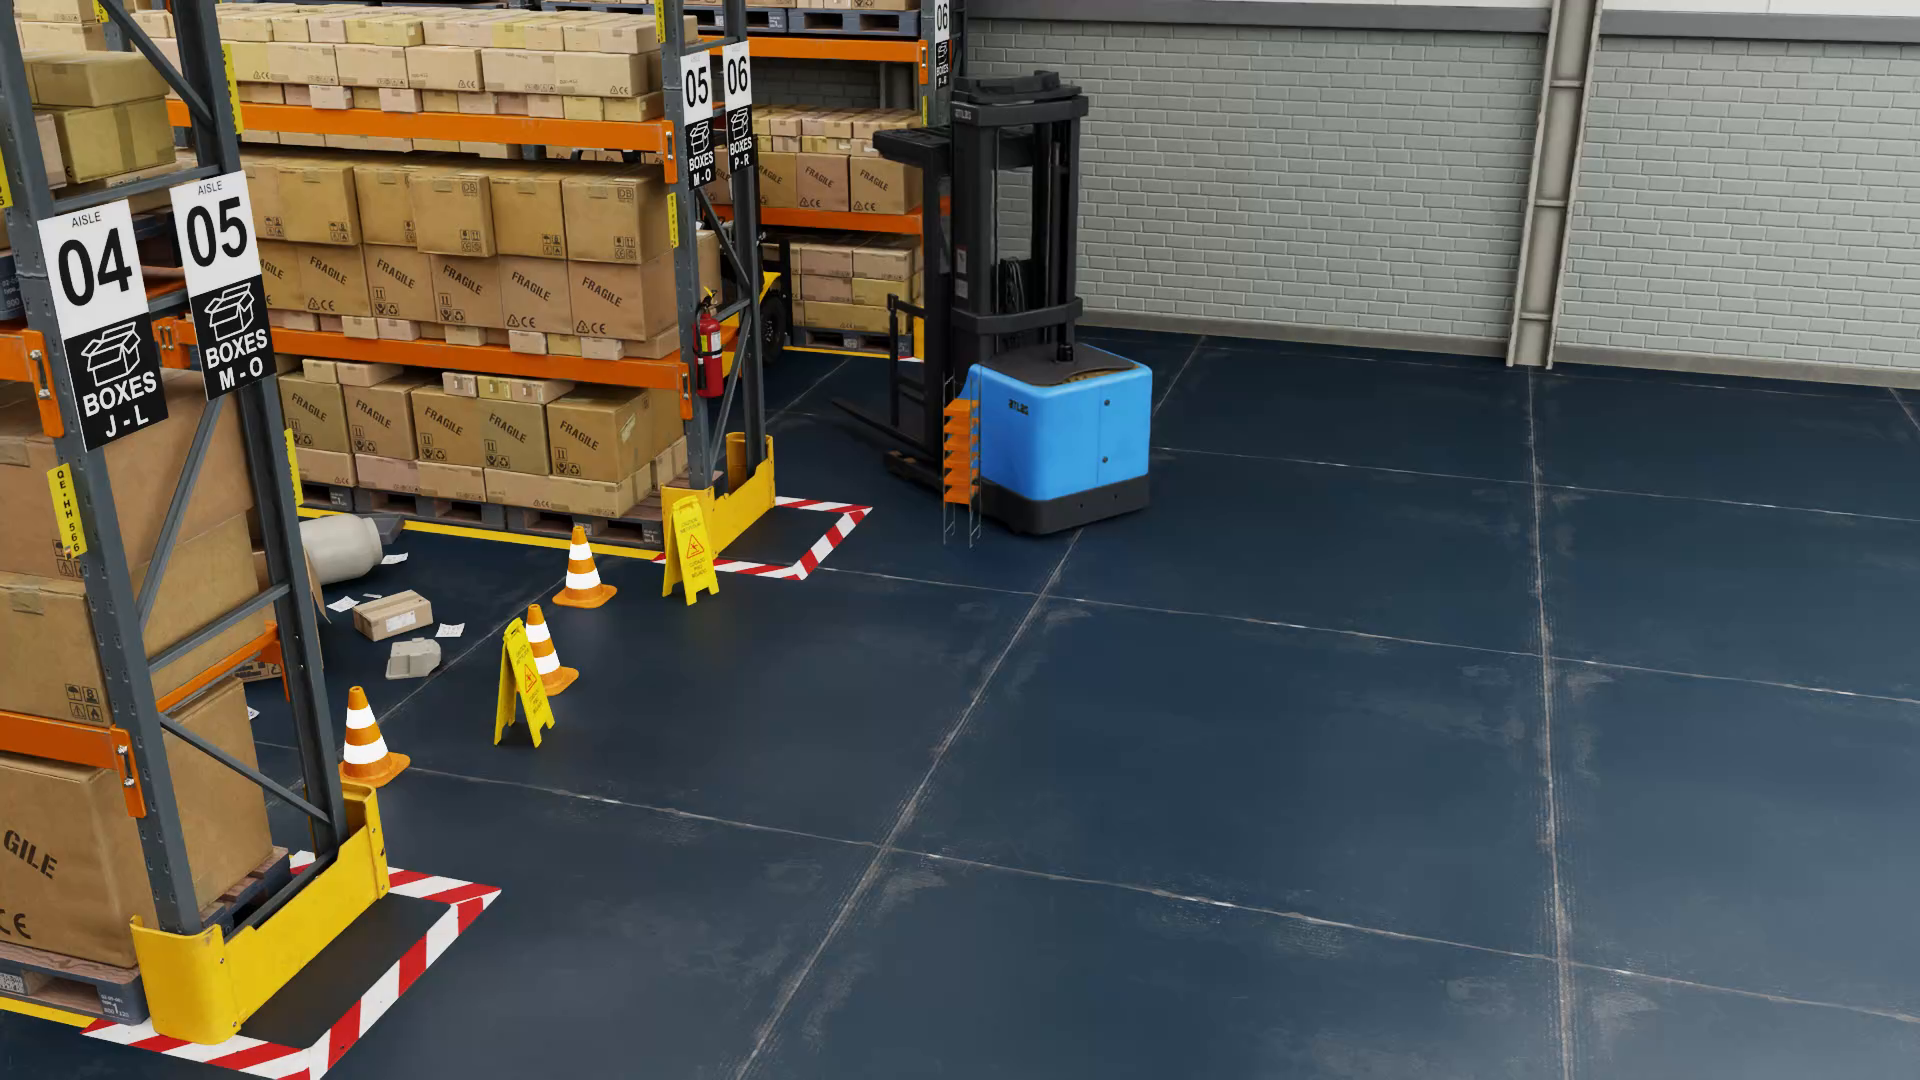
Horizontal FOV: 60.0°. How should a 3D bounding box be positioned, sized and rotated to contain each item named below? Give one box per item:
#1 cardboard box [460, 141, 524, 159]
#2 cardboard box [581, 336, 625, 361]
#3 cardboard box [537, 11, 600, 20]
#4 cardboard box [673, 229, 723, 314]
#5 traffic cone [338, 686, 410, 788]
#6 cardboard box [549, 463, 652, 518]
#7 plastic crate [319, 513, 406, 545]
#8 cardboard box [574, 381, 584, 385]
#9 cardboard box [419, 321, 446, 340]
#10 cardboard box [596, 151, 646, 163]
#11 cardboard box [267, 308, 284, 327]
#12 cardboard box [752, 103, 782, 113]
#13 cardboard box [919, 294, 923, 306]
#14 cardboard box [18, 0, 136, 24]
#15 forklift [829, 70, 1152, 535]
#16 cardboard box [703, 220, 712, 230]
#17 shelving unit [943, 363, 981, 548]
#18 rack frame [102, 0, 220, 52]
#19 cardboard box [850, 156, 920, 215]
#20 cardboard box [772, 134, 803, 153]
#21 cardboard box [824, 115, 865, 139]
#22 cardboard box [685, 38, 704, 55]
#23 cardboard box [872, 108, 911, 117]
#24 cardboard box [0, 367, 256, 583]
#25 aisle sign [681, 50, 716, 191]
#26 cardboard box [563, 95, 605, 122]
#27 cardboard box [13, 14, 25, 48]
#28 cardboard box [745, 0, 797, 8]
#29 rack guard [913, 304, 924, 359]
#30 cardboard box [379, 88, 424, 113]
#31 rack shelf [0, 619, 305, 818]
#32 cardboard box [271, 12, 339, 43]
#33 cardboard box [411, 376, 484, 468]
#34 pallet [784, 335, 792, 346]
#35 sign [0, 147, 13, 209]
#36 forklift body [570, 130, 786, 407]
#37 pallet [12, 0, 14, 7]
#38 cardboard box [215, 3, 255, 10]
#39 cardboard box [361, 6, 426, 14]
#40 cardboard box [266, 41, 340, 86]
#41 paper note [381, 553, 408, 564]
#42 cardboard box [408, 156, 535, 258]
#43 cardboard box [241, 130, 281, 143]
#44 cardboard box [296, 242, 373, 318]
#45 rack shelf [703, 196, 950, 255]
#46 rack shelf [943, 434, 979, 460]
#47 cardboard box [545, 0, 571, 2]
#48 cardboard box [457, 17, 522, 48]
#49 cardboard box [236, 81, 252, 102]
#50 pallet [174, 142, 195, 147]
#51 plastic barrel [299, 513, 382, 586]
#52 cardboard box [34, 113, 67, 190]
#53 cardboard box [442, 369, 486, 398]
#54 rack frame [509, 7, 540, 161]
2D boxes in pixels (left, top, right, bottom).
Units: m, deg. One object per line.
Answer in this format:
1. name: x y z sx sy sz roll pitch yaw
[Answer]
1. cardboard box: -4.507 -3.823 16.176 0.500 0.250 0.500 6 23 14
2. cardboard box: -2.258 -1.292 10.798 0.250 0.149 0.380 6 23 15
3. cardboard box: -2.531 -3.337 10.781 0.250 0.149 0.380 6 23 15
4. cardboard box: -1.937 -1.794 11.167 0.500 0.500 0.500 6 23 15
5. traffic cone: -2.995 0.952 8.340 0.334 0.463 0.336 7 23 16
6. cardboard box: -2.438 -0.373 11.297 0.500 0.250 0.500 6 23 15
7. plastic crate: -4.127 -0.075 11.348 0.583 0.080 0.402 -1 22 -3
8. cardboard box: -2.780 -0.974 11.773 0.500 0.500 0.500 6 23 14
9. cardboard box: -3.441 -1.479 11.254 0.250 0.149 0.380 7 23 16
10. cardboard box: -3.110 -3.551 15.844 0.500 0.500 0.500 7 23 16
11. cardboard box: -4.664 -1.602 11.553 0.250 0.149 0.380 6 23 15
12. cardboard box: -1.865 -4.040 15.787 0.250 0.149 0.380 7 23 16
13. cardboard box: -0.547 -2.308 16.015 0.500 0.250 0.500 7 23 16
14. cardboard box: -5.984 -3.657 11.266 0.500 0.250 0.500 7 23 17
15. forklift: 0.074 -1.894 12.026 1.130 2.935 3.031 -15 27 -32
16. cardboard box: -2.466 -2.990 16.360 0.500 0.250 0.500 7 23 16
17. shelving unit: 0.014 -0.554 11.038 0.189 1.200 0.258 7 23 16
18. rack frame: -5.393 -4.671 10.801 0.127 3.000 1.000 7 23 16
19. cardboard box: -0.680 -3.266 15.148 0.500 0.500 0.500 6 23 14
20. cardboard box: -1.533 -3.655 15.242 0.250 0.149 0.380 6 23 14
21. cardboard box: -1.040 -3.743 15.063 0.250 0.149 0.380 7 23 17
22. cardboard box: -1.968 -3.065 10.644 0.500 0.250 0.500 6 23 15
23. cardboard box: -0.629 -3.912 15.475 0.250 0.149 0.380 7 23 17
24. cardboard box: -3.240 -0.272 6.359 0.550 0.550 0.875 7 23 16
25. aisle sign: -1.588 -2.548 10.104 0.004 0.787 0.394 7 23 16
26. cardboard box: -2.233 -2.682 10.234 0.250 0.149 0.380 7 23 16
27. cardboard box: -6.477 -3.477 11.487 0.500 0.250 0.500 7 23 16
28. cardboard box: -1.579 -5.044 14.846 0.500 0.500 0.700 7 23 16
29. rack guard: -0.110 -2.102 15.736 0.348 0.500 1.175 7 23 16
30. cardboard box: -3.469 -2.819 10.568 0.250 0.149 0.380 6 23 15
31. rack shelf: -4.811 0.466 7.130 4.000 0.370 1.077 7 23 16
32. cardboard box: -4.182 -3.286 10.656 0.250 0.149 0.380 6 23 14
33. cardboard box: -3.387 -0.833 11.431 0.500 0.500 0.500 6 23 14
34. pallet: -2.042 -2.174 16.292 1.213 0.211 1.003 7 23 15
35. sign: -3.066 -1.213 5.260 0.005 0.325 0.100 7 23 16
36. forklift body: -2.475 -2.414 14.320 1.214 2.155 2.313 7 23 16
37. pallet: -10.024 -5.668 17.431 1.003 0.211 1.213 7 23 16
38. cardboard box: -5.026 -3.581 11.375 0.250 0.149 0.380 7 23 17
39. cardboard box: -3.765 -3.463 11.088 0.250 0.149 0.380 7 23 16
40. cardboard box: -4.078 -3.091 10.707 0.500 0.250 0.500 7 23 16
41. paper note: -3.720 0.119 10.940 0.148 0.019 0.142 -1 22 -3
42. cardboard box: -3.116 -2.157 10.736 0.500 0.500 0.700 6 23 15
43. cardboard box: -6.959 -4.107 16.870 0.500 0.250 0.500 7 23 17
44. cardboard box: -4.088 -1.824 11.240 0.500 0.500 0.500 6 23 15
45. rack shelf: -2.048 -3.148 15.939 4.000 0.370 1.077 7 23 16
46. rack shelf: 0.014 -0.623 11.010 0.180 0.103 0.258 7 23 16
47. cardboard box: -3.621 -5.052 15.328 0.250 0.149 0.380 7 23 17
48. cardboard box: -2.918 -3.167 10.367 0.250 0.149 0.380 7 23 16
49. cardboard box: -4.661 -3.008 11.030 0.250 0.149 0.380 7 23 16
50. pallet: -8.461 -4.098 17.562 1.003 0.211 1.213 7 23 16
51. plastic barrel: -3.978 0.058 10.570 0.512 0.421 0.421 -14 26 -30
52. cardboard box: -3.446 -1.297 5.646 0.500 0.250 0.500 7 23 16
53. cardboard box: -3.268 -1.094 11.211 0.250 0.149 0.380 8 23 18
54. rack frame: -3.963 -3.700 16.337 0.127 3.000 1.000 7 23 16
